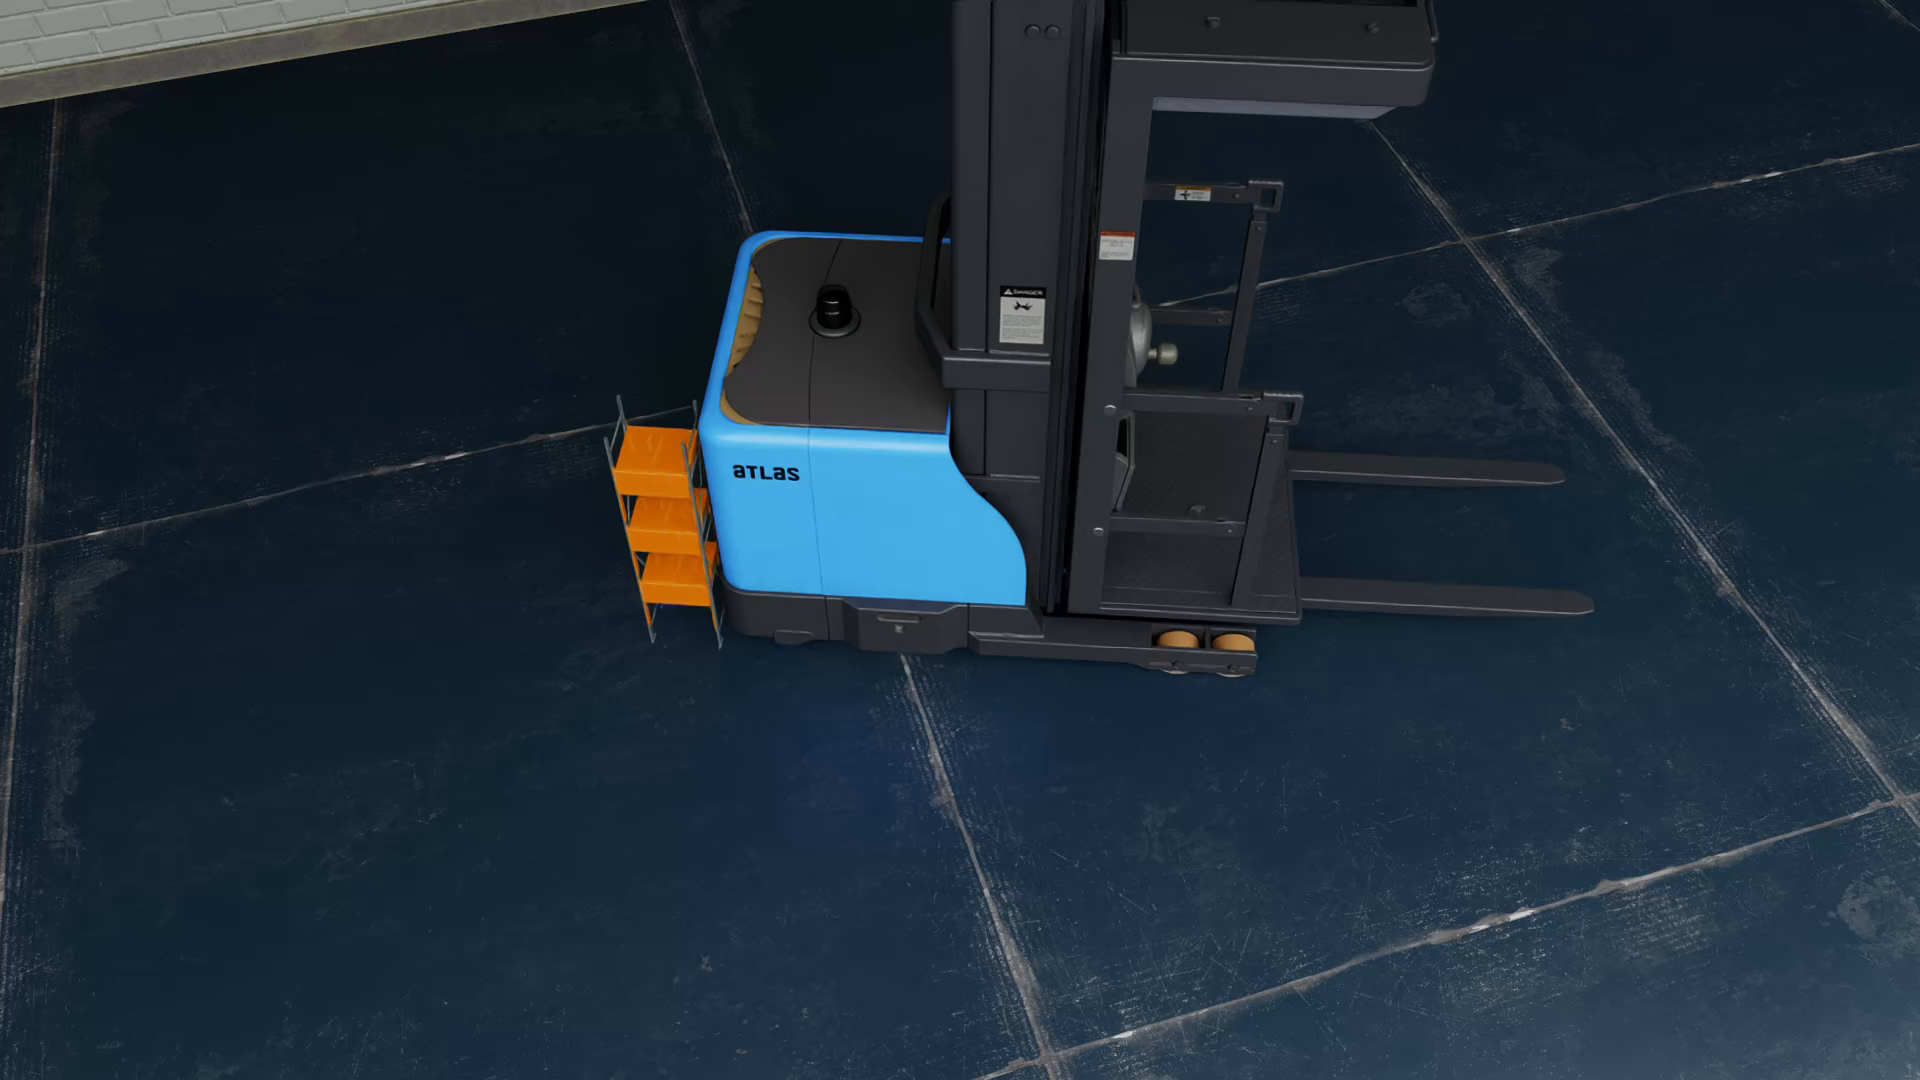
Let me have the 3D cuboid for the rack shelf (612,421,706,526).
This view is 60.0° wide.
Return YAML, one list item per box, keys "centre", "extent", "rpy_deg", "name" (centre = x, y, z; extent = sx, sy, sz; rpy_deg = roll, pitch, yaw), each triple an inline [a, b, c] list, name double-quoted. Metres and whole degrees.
- centre: [-0.967, -0.214, 5.387]
  extent: [0.240, 0.259, 0.215]
  rpy_deg: [4, 50, 3]
  name: "rack shelf"

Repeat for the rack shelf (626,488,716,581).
- centre: [-0.967, -0.032, 5.604]
  extent: [0.240, 0.259, 0.215]
  rpy_deg: [4, 50, 3]
  name: "rack shelf"

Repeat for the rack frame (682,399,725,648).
- centre: [-0.846, -0.030, 5.589]
  extent: [0.008, 1.050, 0.200]
  rpy_deg: [4, 50, 3]
  name: "rack frame"

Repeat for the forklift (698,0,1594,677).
- centre: [0.707, -0.887, 5.081]
  extent: [3.031, 2.935, 1.130]
  rpy_deg: [3, 50, 2]
  name: "forklift"

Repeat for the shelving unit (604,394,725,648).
- centre: [-0.967, -0.038, 5.596]
  extent: [0.252, 1.050, 0.215]
  rpy_deg: [4, 50, 3]
  name: "shelving unit"

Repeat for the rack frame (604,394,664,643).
- centre: [-1.089, -0.046, 5.602]
  extent: [0.008, 1.050, 0.200]
  rpy_deg: [4, 50, 3]
  name: "rack frame"

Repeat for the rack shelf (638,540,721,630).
- centre: [-0.967, 0.148, 5.816]
  extent: [0.240, 0.259, 0.215]
  rpy_deg: [4, 50, 3]
  name: "rack shelf"
